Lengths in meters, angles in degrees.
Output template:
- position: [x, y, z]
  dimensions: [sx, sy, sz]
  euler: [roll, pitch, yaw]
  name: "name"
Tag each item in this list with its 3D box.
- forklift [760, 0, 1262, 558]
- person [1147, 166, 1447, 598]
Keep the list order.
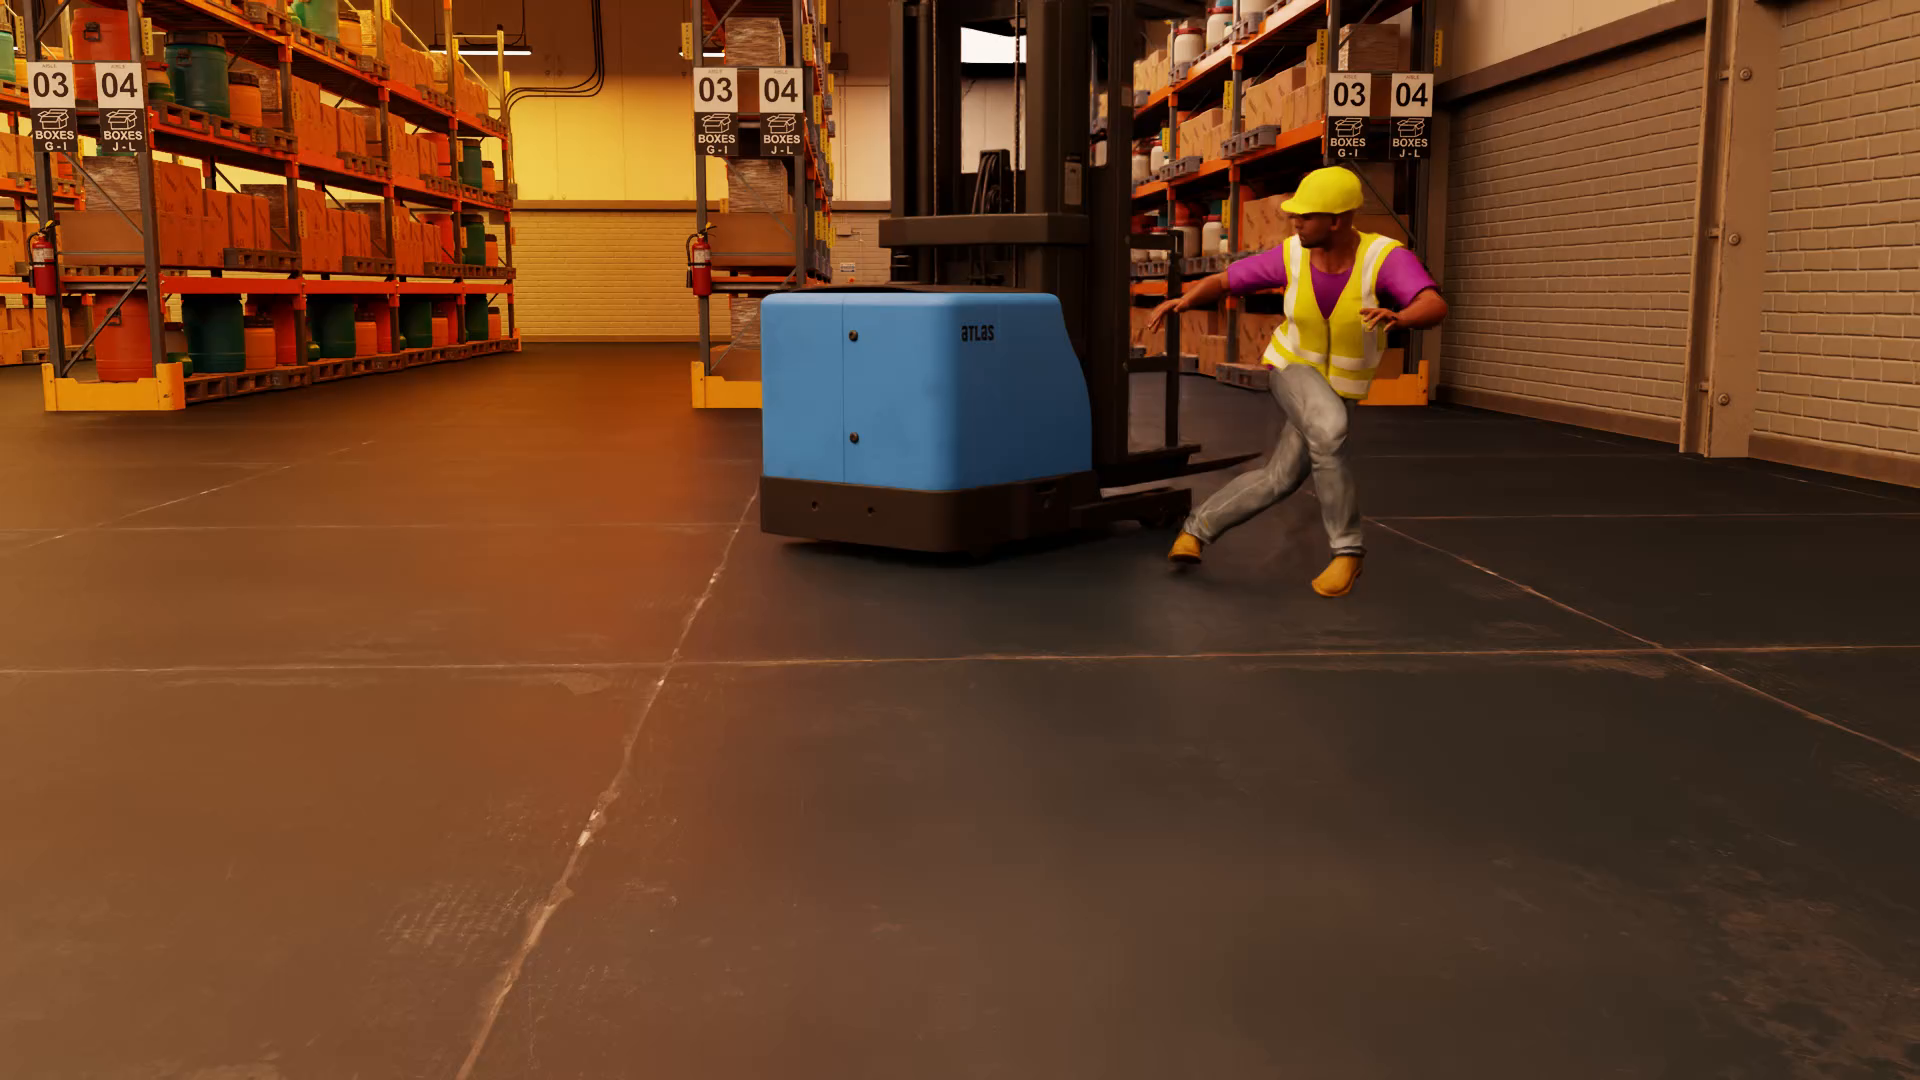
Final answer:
- position: [0.442, -1.547, 7.746]
  dimensions: [1.130, 2.935, 3.031]
  euler: [6, 11, 37]
  name: "forklift"
- position: [1.196, -0.579, 6.071]
  dimensions: [1.012, 1.531, 1.039]
  euler: [0, 8, 0]
  name: "person"
